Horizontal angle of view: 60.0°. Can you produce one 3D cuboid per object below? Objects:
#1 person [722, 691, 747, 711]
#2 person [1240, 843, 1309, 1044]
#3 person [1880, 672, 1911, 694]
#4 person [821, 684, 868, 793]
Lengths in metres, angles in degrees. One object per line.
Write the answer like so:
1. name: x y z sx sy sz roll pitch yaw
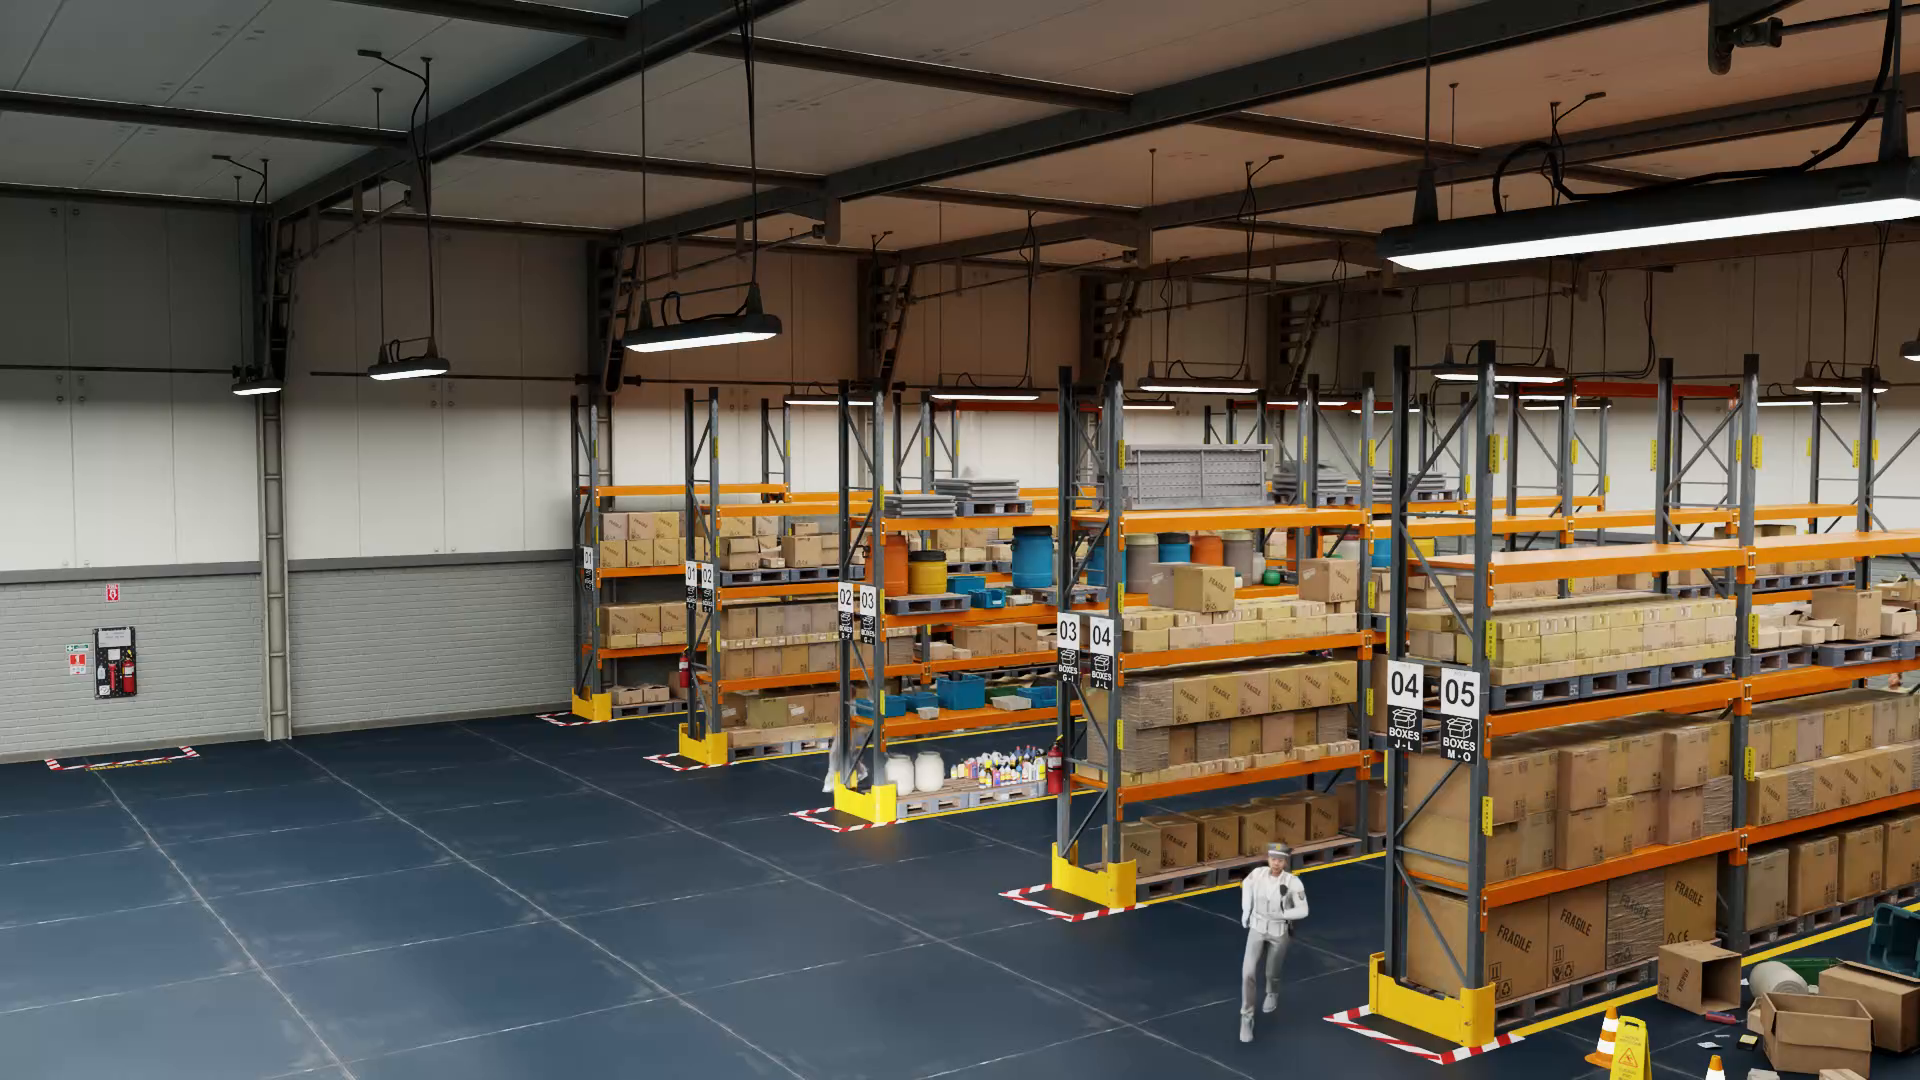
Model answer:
1. person: -3.970 2.543 29.355 0.611 1.752 0.670 -3 5 -45
2. person: 2.742 3.465 14.547 0.632 1.728 0.873 1 4 23
3. person: 14.264 2.817 25.406 0.914 1.671 0.593 -3 4 -40
4. person: -1.612 2.969 24.479 0.802 1.526 0.563 -3 5 -44
